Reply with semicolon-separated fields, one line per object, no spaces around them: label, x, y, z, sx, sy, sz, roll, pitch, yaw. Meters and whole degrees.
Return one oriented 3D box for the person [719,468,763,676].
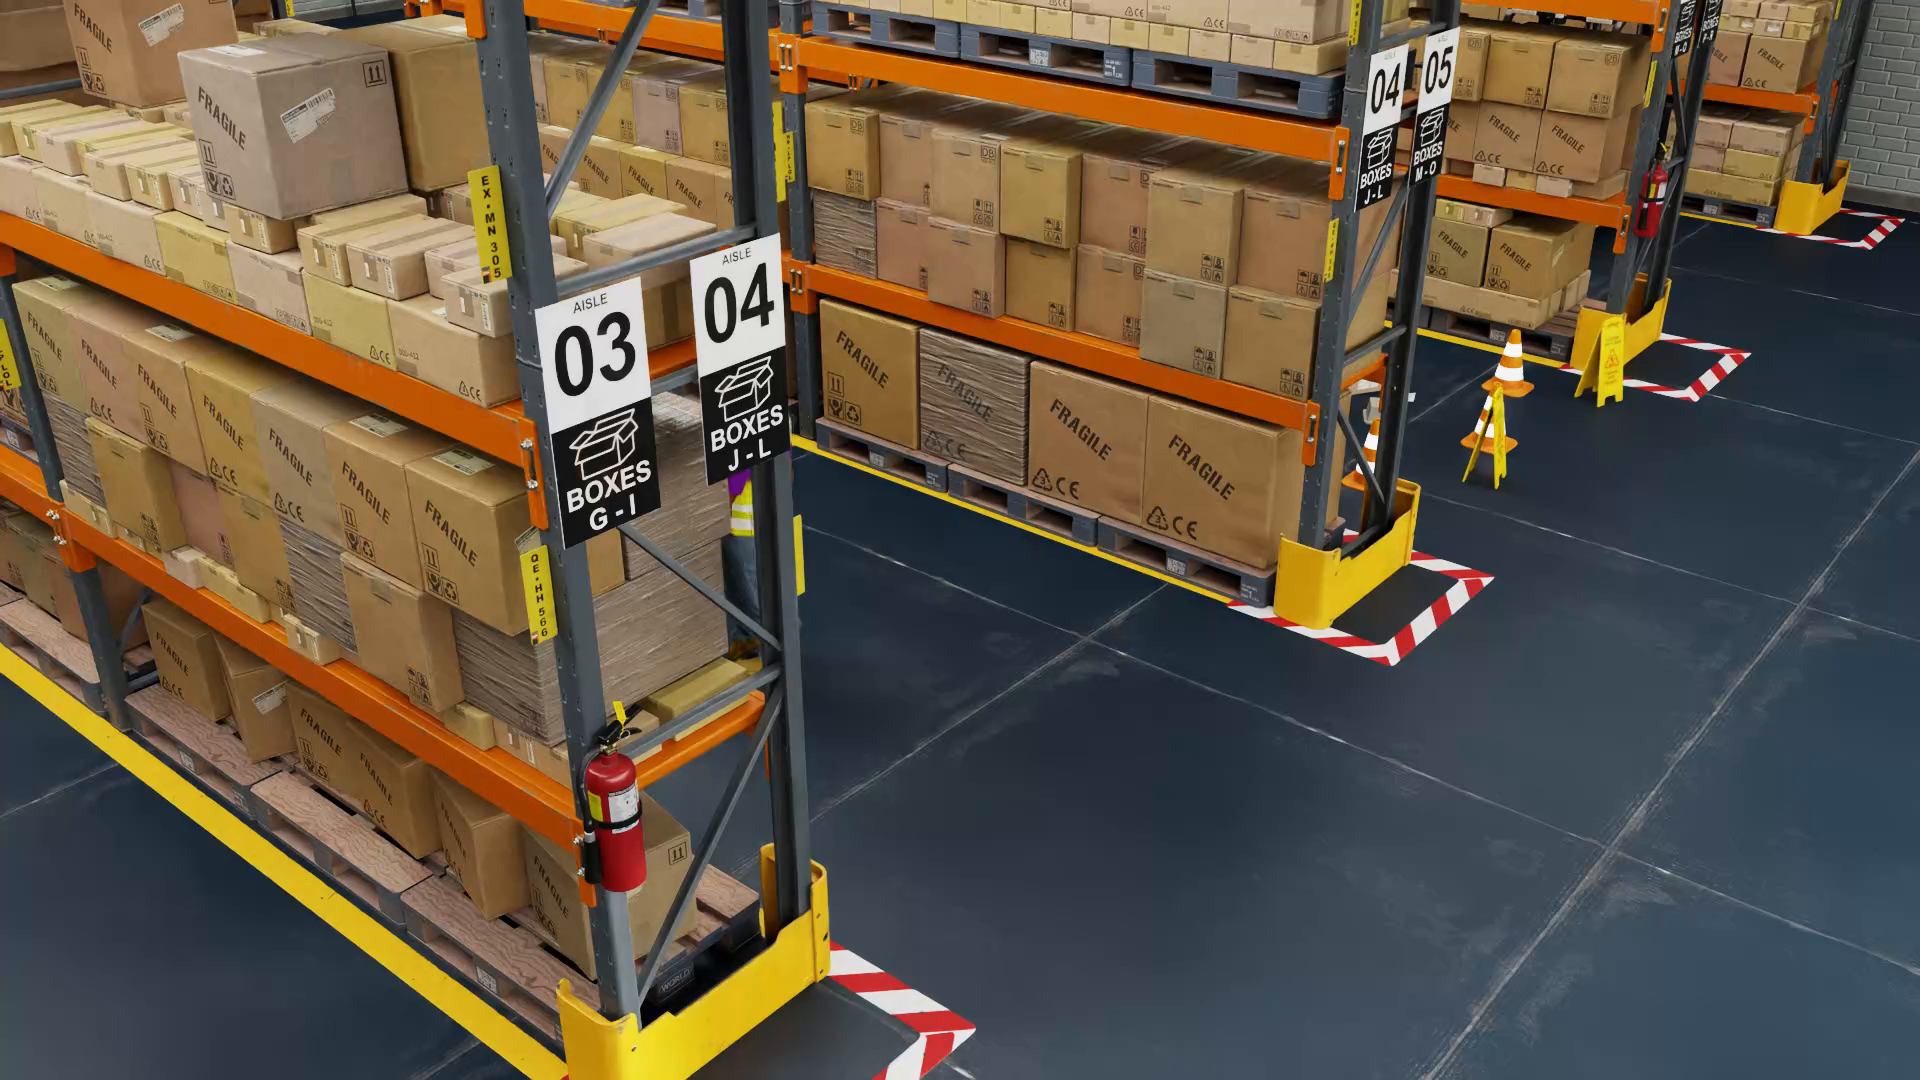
person;-1.246;-0.081;8.753;0.760;1.782;0.594;7;28;14
